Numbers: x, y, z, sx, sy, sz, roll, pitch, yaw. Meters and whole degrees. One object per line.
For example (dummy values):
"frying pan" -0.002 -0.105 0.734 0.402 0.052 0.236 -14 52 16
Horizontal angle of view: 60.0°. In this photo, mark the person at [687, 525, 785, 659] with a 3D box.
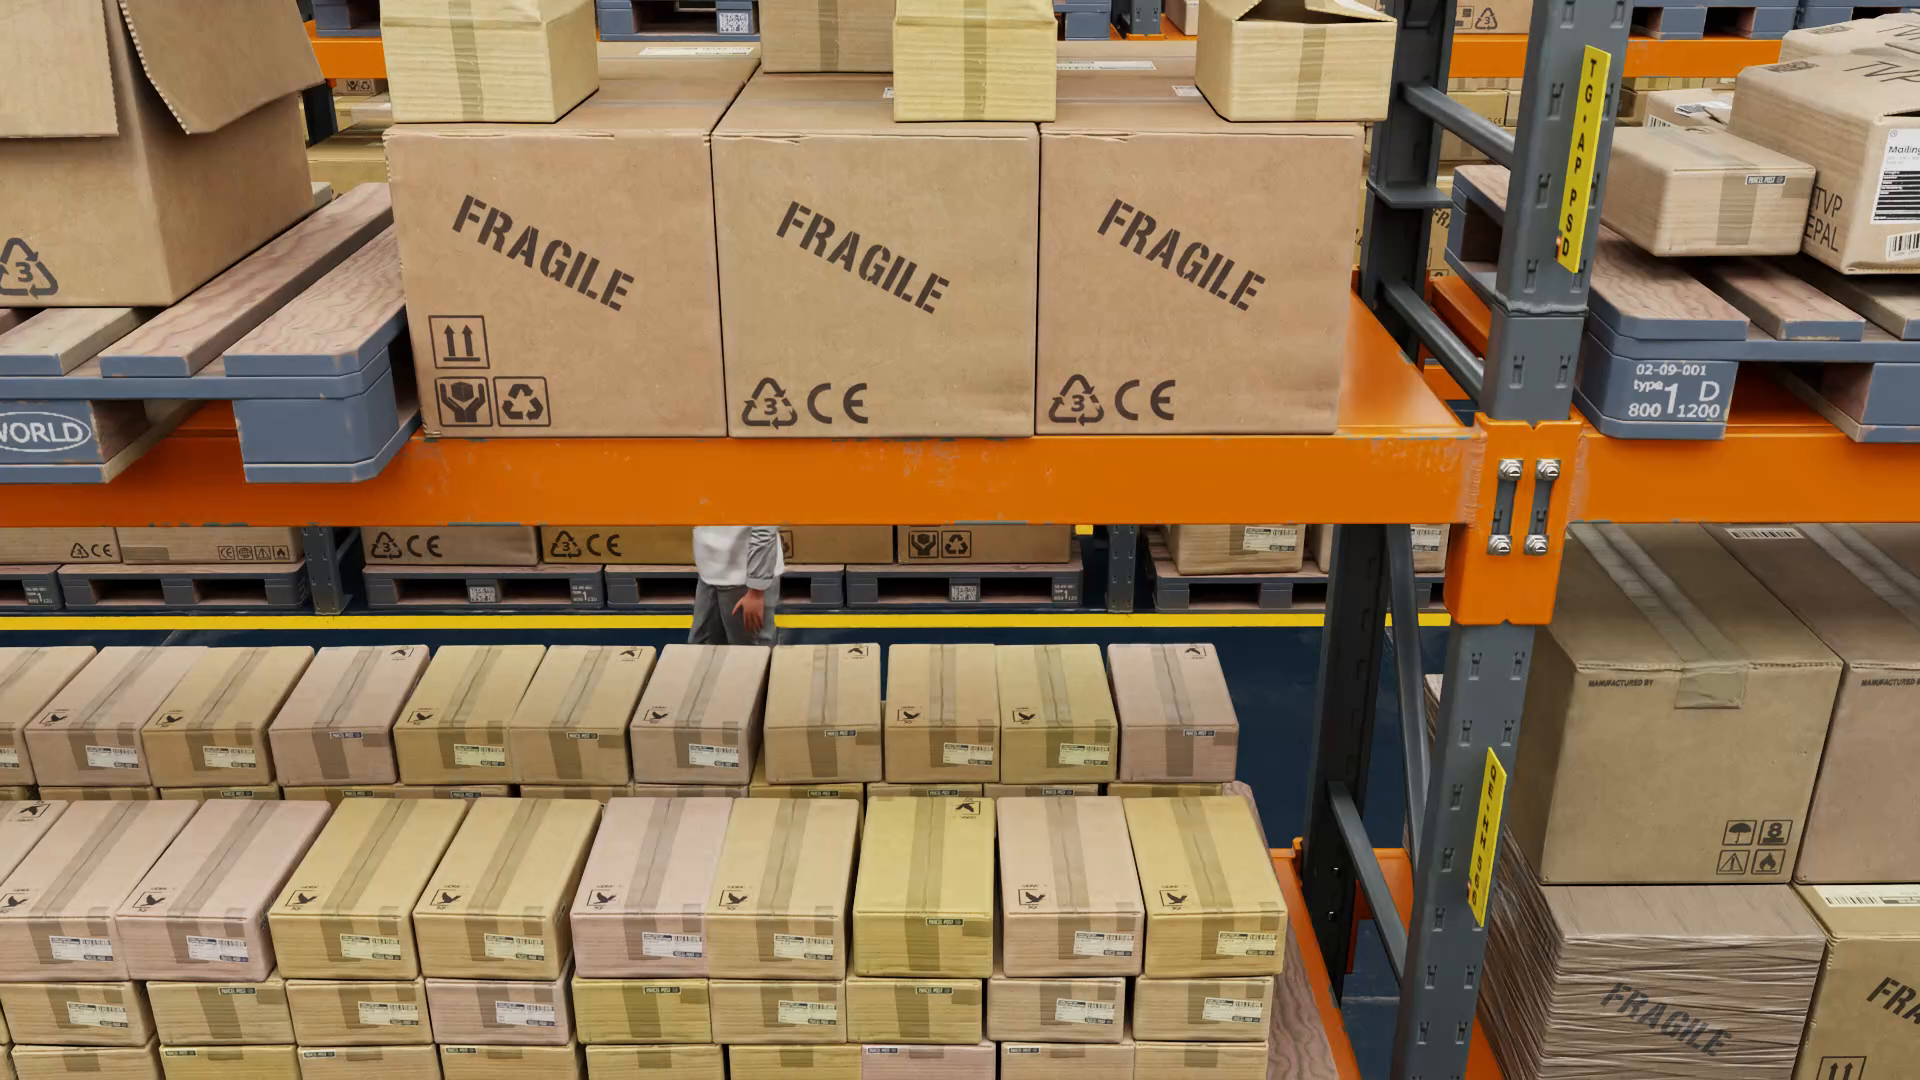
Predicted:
"person" -0.957 0.131 6.774 0.753 1.748 0.568 -7 25 -16
